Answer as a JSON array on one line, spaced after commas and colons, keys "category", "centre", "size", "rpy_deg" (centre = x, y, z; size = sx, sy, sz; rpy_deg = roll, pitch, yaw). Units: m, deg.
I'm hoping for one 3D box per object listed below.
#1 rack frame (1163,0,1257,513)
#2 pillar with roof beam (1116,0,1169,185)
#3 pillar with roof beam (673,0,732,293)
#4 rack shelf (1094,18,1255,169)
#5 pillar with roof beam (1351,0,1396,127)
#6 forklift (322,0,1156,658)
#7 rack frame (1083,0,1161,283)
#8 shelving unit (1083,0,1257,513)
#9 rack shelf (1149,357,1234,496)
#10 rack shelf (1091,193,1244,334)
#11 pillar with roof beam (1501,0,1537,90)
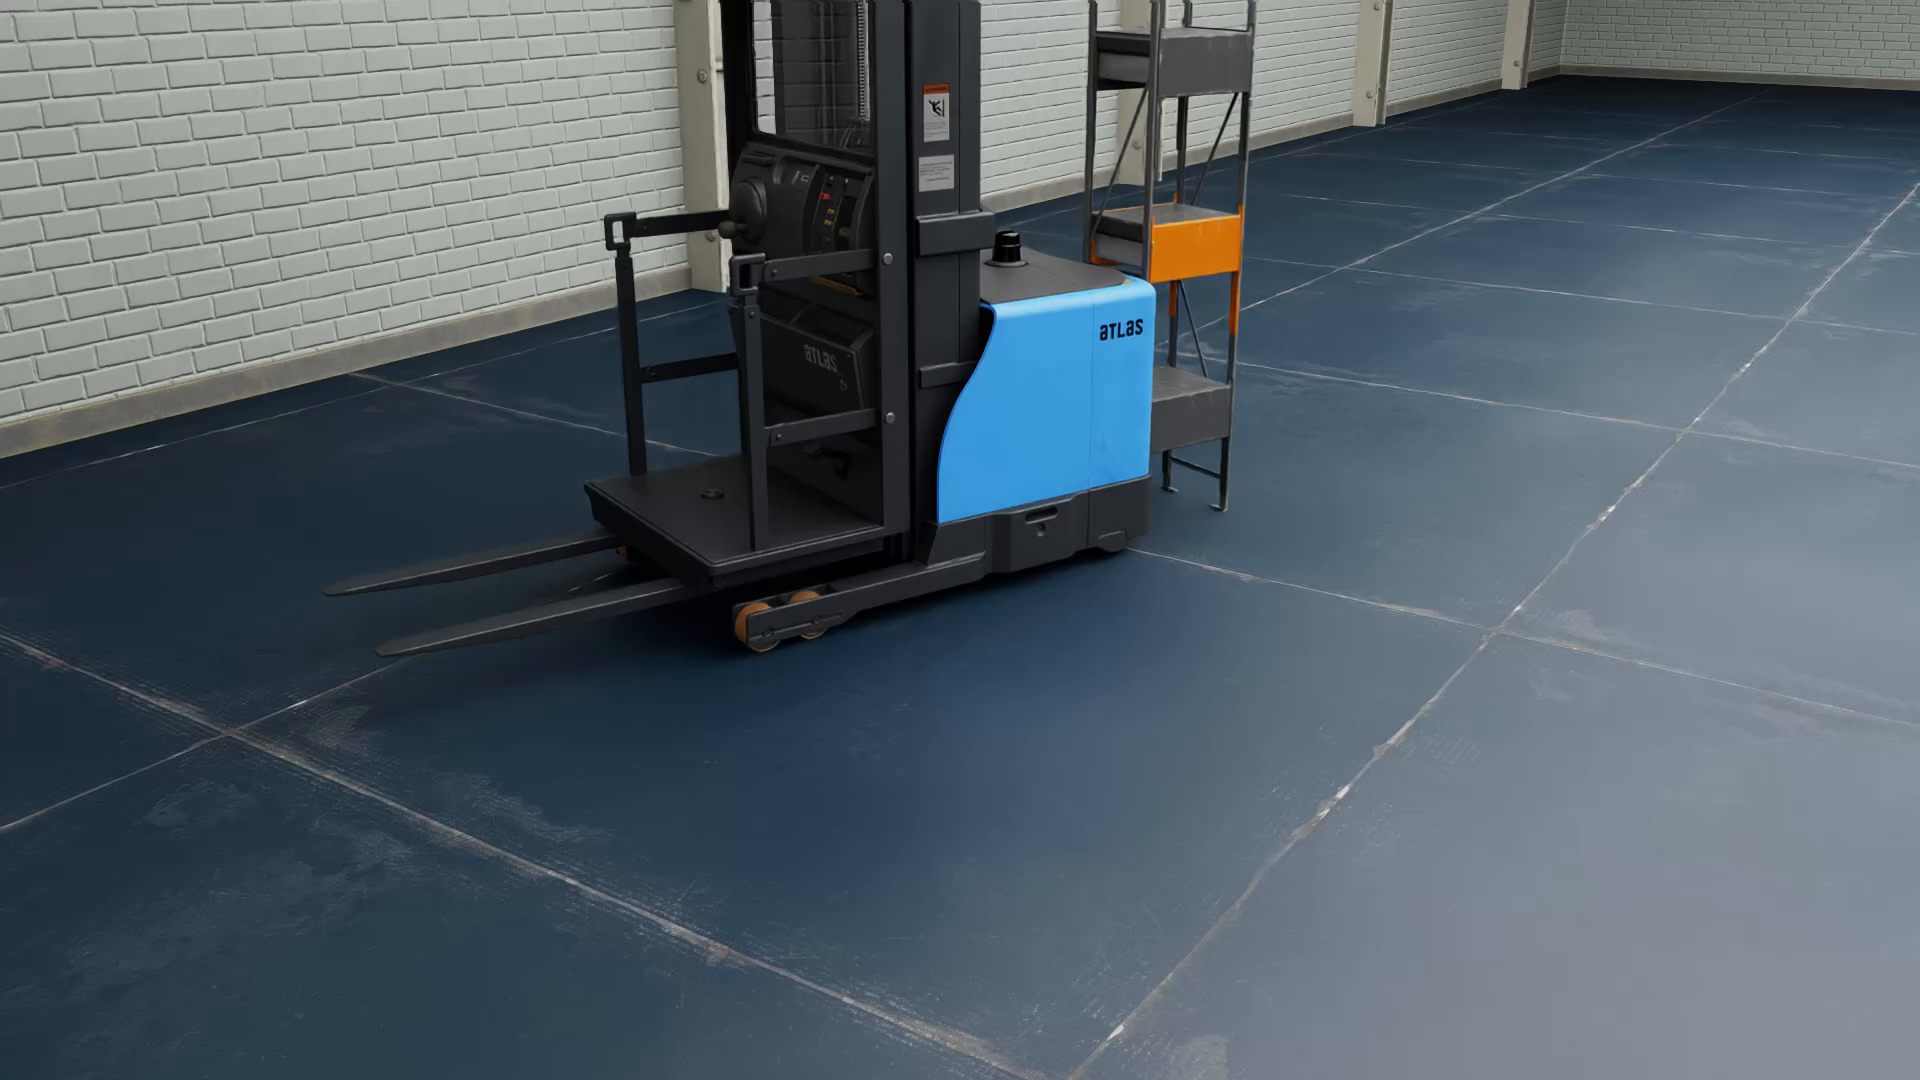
[{"category": "rack frame", "centre": [1.020, -1.160, 6.874], "size": [0.015, 2.100, 0.400], "rpy_deg": [-13, 24, -32]}, {"category": "pillar with roof beam", "centre": [5.298, -6.872, 12.372], "size": [9.100, 9.000, 0.400], "rpy_deg": [13, 24, 32]}, {"category": "pillar with roof beam", "centre": [1.925, -5.150, 7.718], "size": [9.100, 9.000, 0.400], "rpy_deg": [13, 24, 32]}, {"category": "rack shelf", "centre": [0.819, -1.756, 6.507], "size": [0.480, 0.518, 0.431], "rpy_deg": [-13, 24, -32]}, {"category": "pillar with roof beam", "centre": [8.671, -8.593, 17.026], "size": [9.100, 9.000, 0.400], "rpy_deg": [13, 24, 32]}, {"category": "forklift", "centre": [-0.740, -1.198, 5.780], "size": [3.031, 2.935, 1.130], "rpy_deg": [-13, 24, -32]}, {"category": "rack frame", "centre": [0.618, -1.064, 6.615], "size": [0.015, 2.100, 0.400], "rpy_deg": [-13, 24, -32]}, {"category": "shelving unit", "centre": [0.819, -1.112, 6.745], "size": [0.503, 2.100, 0.431], "rpy_deg": [-13, 24, -32]}, {"category": "rack shelf", "centre": [0.819, -0.443, 6.992], "size": [0.480, 0.518, 0.431], "rpy_deg": [-13, 24, -32]}, {"category": "rack shelf", "centre": [0.819, -1.099, 6.750], "size": [0.480, 0.518, 0.431], "rpy_deg": [-13, 24, -32]}, {"category": "pillar with roof beam", "centre": [12.044, -10.315, 21.680], "size": [9.100, 9.000, 0.400], "rpy_deg": [13, 24, 32]}]
